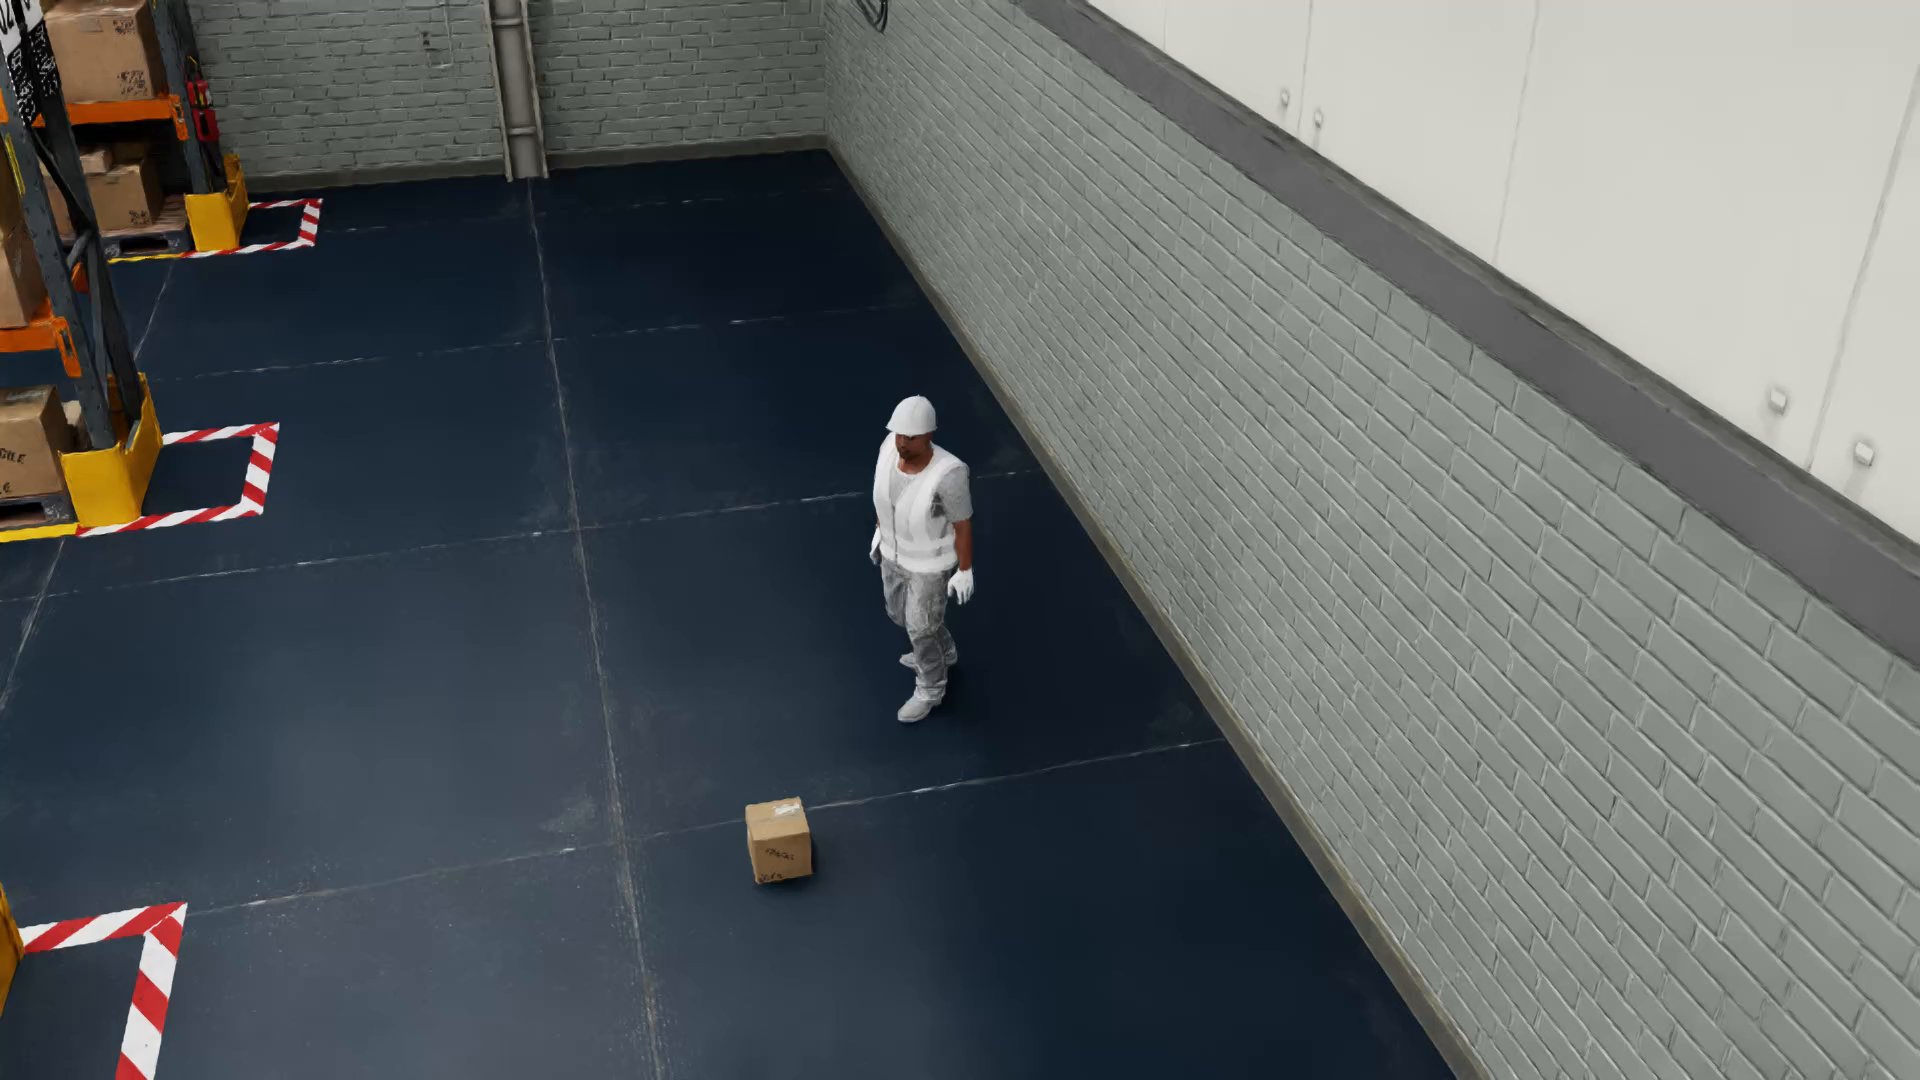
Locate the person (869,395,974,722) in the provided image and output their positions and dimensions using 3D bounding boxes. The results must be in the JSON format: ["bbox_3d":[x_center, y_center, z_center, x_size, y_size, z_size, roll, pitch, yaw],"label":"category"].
[{"bbox_3d":[-0.157,0.051,8.136,0.573,1.765,0.623,-26,39,-37],"label":"person"}]
